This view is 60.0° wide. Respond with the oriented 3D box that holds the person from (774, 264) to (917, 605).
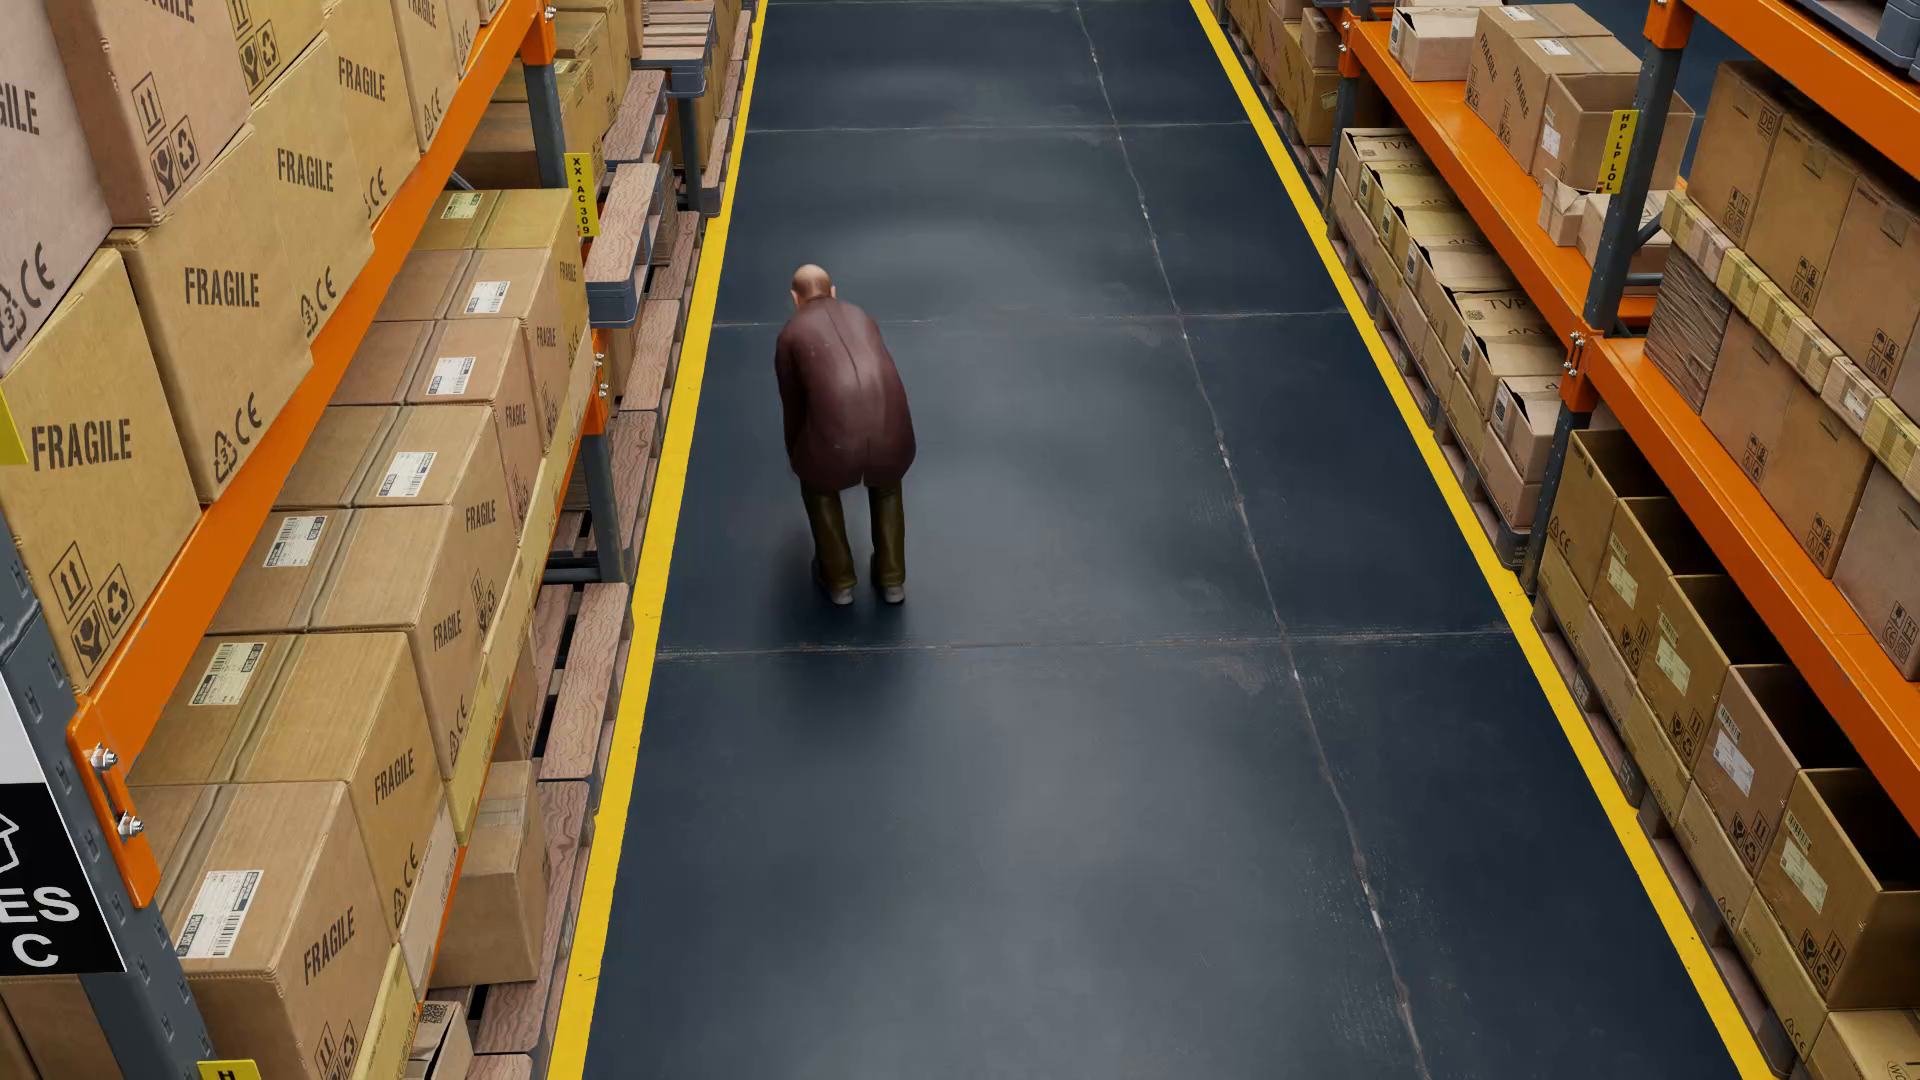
[{"bbox_3d":[-0.513,-0.444,7.210,0.550,1.310,0.914,-11,36,-15],"label":"person"}]
